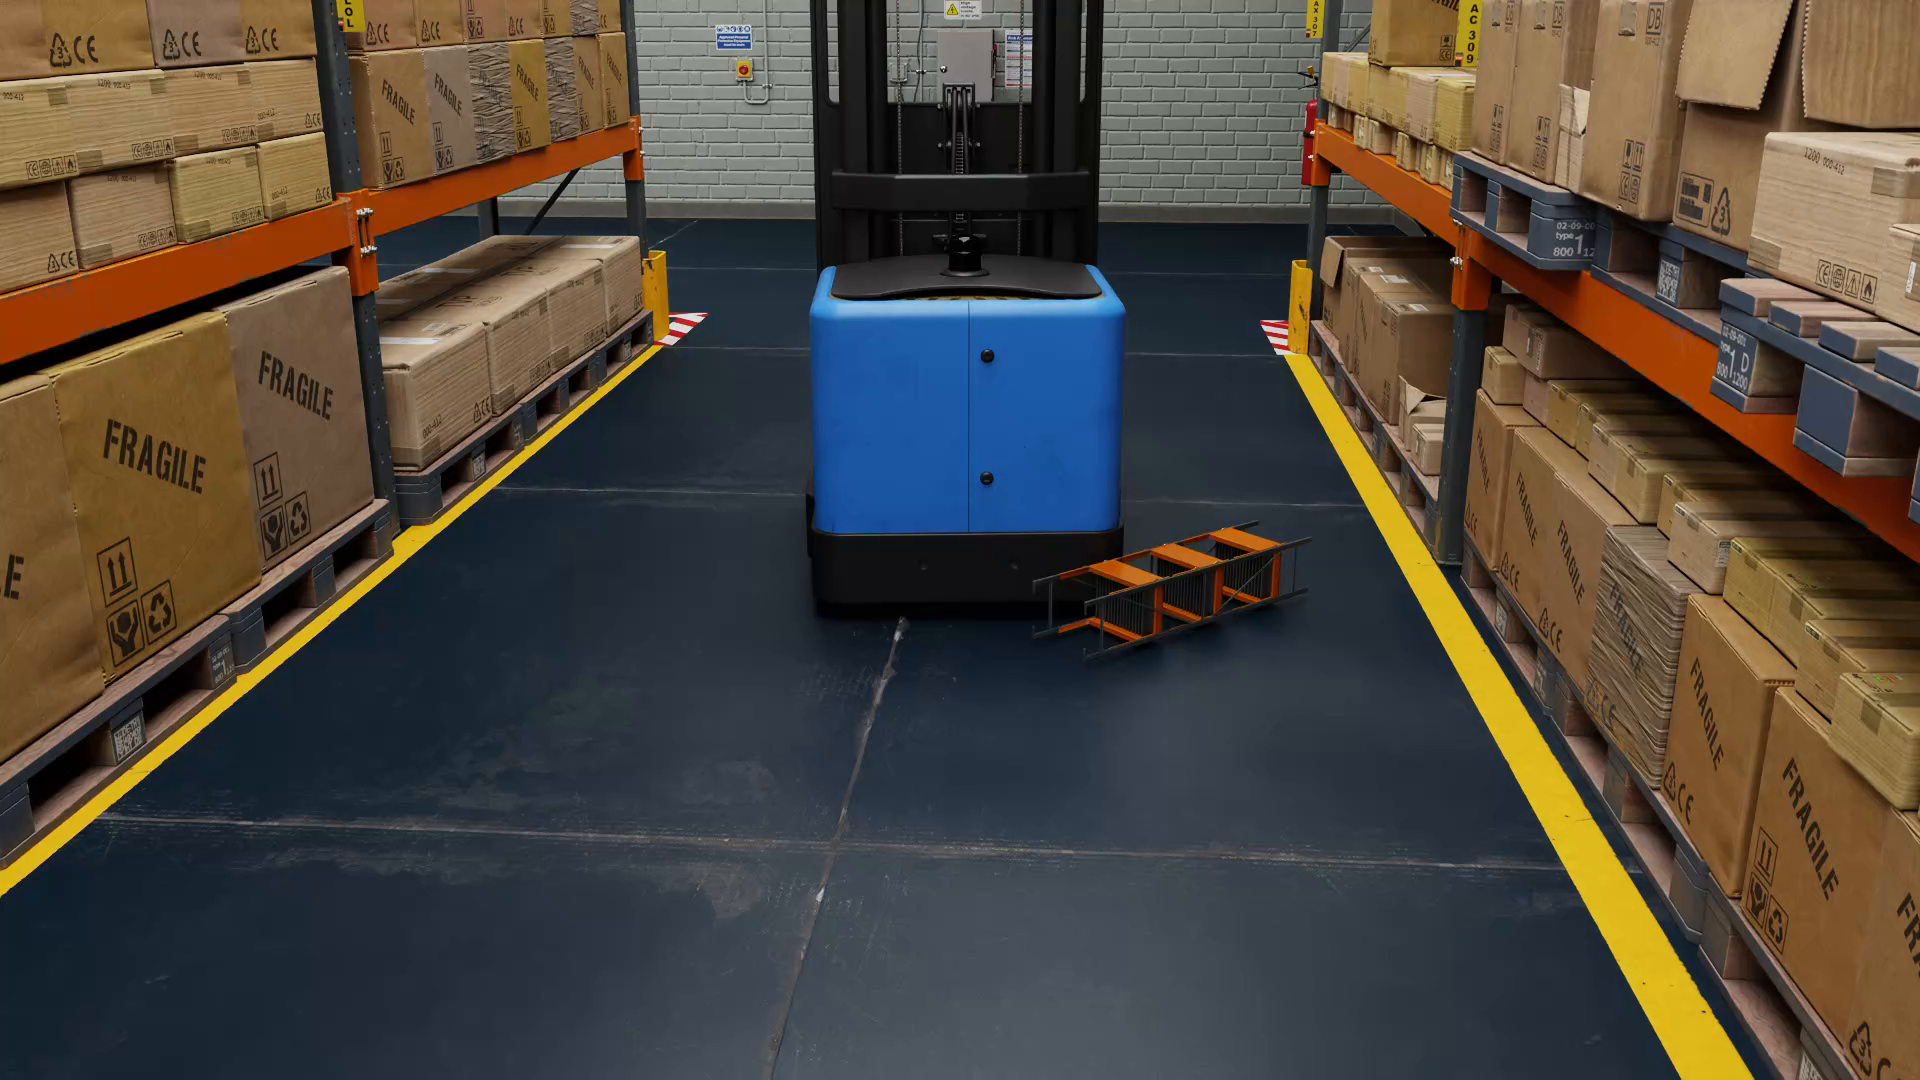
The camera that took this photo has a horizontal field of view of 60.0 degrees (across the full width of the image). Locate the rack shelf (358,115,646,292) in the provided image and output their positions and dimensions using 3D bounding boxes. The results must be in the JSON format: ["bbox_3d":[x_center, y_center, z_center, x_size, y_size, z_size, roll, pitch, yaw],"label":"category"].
[{"bbox_3d":[-2.544,-1.723,8.019,1.077,0.370,4.000,1,18,4],"label":"rack shelf"}]

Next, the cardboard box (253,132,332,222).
[{"bbox_3d":[-2.469,-1.227,5.593,0.500,0.250,0.500,1,18,3],"label":"cardboard box"}]

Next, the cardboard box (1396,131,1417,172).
[{"bbox_3d":[2.062,-1.643,7.023,0.380,0.149,0.250,1,18,3],"label":"cardboard box"}]

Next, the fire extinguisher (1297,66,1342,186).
[{"bbox_3d":[2.100,-2.418,9.709,0.296,0.674,0.183,1,18,4],"label":"fire extinguisher"}]

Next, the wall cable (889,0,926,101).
[{"bbox_3d":[-0.605,-4.892,14.905,0.588,1.984,0.122,1,18,4],"label":"wall cable"}]

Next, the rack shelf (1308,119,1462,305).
[{"bbox_3d":[2.407,-1.613,7.685,1.077,0.370,4.000,1,18,4],"label":"rack shelf"}]

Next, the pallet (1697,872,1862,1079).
[{"bbox_3d":[2.068,1.002,3.025,1.003,0.211,1.213,1,18,4],"label":"pallet"}]

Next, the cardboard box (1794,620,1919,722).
[{"bbox_3d":[1.811,0.263,3.101,0.380,0.149,0.250,1,18,2],"label":"cardboard box"}]

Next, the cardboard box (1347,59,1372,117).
[{"bbox_3d":[2.180,-2.197,8.075,0.500,0.250,0.500,1,18,3],"label":"cardboard box"}]

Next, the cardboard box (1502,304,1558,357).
[{"bbox_3d":[2.033,-0.688,5.527,0.380,0.149,0.250,1,18,3],"label":"cardboard box"}]

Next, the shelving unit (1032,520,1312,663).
[{"bbox_3d":[0.723,0.155,5.555,1.050,0.215,0.252,-14,23,-36],"label":"shelving unit"}]

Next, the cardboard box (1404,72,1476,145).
[{"bbox_3d":[2.078,-1.724,6.629,0.500,0.250,0.500,1,18,4],"label":"cardboard box"}]

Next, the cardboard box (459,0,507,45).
[{"bbox_3d":[-2.322,-2.424,7.238,0.500,0.500,0.500,2,18,5],"label":"cardboard box"}]

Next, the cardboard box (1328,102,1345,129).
[{"bbox_3d":[2.253,-2.361,9.215,0.380,0.149,0.250,1,18,3],"label":"cardboard box"}]

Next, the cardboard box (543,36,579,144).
[{"bbox_3d":[-2.250,-2.262,8.349,0.500,0.500,0.500,2,18,6],"label":"cardboard box"}]

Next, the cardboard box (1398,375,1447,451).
[{"bbox_3d":[2.036,-0.525,6.924,0.396,0.266,0.258,2,18,6],"label":"cardboard box"}]

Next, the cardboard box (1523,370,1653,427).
[{"bbox_3d":[2.030,-0.461,5.310,0.380,0.149,0.250,1,18,2],"label":"cardboard box"}]

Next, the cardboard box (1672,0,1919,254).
[{"bbox_3d":[1.909,-0.851,3.364,0.797,0.503,0.637,1,18,3],"label":"cardboard box"}]

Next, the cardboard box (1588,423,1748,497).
[{"bbox_3d":[1.961,-0.219,4.571,0.380,0.149,0.250,1,18,4],"label":"cardboard box"}]

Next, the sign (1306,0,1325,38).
[{"bbox_3d":[2.009,-3.000,9.370,0.100,0.325,0.005,1,18,4],"label":"sign"}]

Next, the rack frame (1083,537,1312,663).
[{"bbox_3d":[0.799,0.185,5.464,1.050,0.200,0.008,-14,23,-36],"label":"rack frame"}]

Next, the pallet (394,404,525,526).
[{"bbox_3d":[-2.555,-0.353,7.161,1.003,0.211,1.213,1,18,4],"label":"pallet"}]

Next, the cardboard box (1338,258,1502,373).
[{"bbox_3d":[2.312,-1.136,8.411,0.700,0.500,0.500,2,18,6],"label":"cardboard box"}]

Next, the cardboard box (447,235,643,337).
[{"bbox_3d":[-2.349,-1.461,9.504,0.875,0.438,0.875,1,18,2],"label":"cardboard box"}]

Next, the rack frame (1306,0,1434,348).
[{"bbox_3d":[2.550,-2.576,9.468,1.000,3.000,0.127,1,18,4],"label":"rack frame"}]

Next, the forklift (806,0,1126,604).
[{"bbox_3d":[-0.021,-1.588,6.561,1.130,2.935,3.031,-1,18,-2],"label":"forklift"}]

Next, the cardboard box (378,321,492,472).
[{"bbox_3d":[-2.536,-0.618,6.933,0.875,0.438,0.875,1,18,3],"label":"cardboard box"}]

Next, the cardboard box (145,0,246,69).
[{"bbox_3d":[-2.499,-1.661,4.909,0.500,0.500,0.500,2,18,5],"label":"cardboard box"}]

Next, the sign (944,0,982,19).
[{"bbox_3d":[0.024,-4.804,14.939,0.339,0.242,0.001,1,18,4],"label":"sign"}]

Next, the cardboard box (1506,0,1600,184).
[{"bbox_3d":[1.968,-1.275,4.662,0.700,0.500,0.500,1,18,5],"label":"cardboard box"}]

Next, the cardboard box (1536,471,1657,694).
[{"bbox_3d":[1.936,0.120,4.579,0.500,0.500,0.500,1,18,2],"label":"cardboard box"}]

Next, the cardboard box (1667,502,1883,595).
[{"bbox_3d":[1.882,0.018,3.849,0.380,0.149,0.250,0,18,1],"label":"cardboard box"}]

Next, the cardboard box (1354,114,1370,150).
[{"bbox_3d":[2.111,-1.962,7.997,0.380,0.149,0.250,1,18,2],"label":"cardboard box"}]

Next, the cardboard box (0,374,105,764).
[{"bbox_3d":[-2.774,0.119,3.980,0.875,0.875,0.875,2,18,5],"label":"cardboard box"}]

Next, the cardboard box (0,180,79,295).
[{"bbox_3d":[-2.594,-0.752,4.143,0.500,0.250,0.500,1,18,4],"label":"cardboard box"}]

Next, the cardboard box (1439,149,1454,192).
[{"bbox_3d":[2.031,-1.401,6.284,0.380,0.149,0.250,2,18,5],"label":"cardboard box"}]

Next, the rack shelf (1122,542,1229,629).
[{"bbox_3d":[0.715,0.157,5.549,0.259,0.215,0.240,-14,23,-36],"label":"rack shelf"}]

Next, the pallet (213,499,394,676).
[{"bbox_3d":[-2.668,0.123,5.709,1.003,0.211,1.213,1,18,4],"label":"pallet"}]

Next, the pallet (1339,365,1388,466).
[{"bbox_3d":[2.398,-0.602,7.922,1.003,0.211,1.213,1,18,4],"label":"pallet"}]

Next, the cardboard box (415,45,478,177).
[{"bbox_3d":[-2.353,-1.787,6.900,0.500,0.500,0.500,1,18,4],"label":"cardboard box"}]

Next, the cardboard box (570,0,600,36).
[{"bbox_3d":[-2.206,-2.891,8.661,0.500,0.500,0.500,1,18,4],"label":"cardboard box"}]

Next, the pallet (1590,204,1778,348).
[{"bbox_3d":[2.111,-0.605,3.759,1.003,0.211,1.213,1,18,4],"label":"pallet"}]

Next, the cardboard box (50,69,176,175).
[{"bbox_3d":[-2.537,-1.151,4.557,0.500,0.250,0.500,2,18,5],"label":"cardboard box"}]

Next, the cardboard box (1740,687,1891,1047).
[{"bbox_3d":[1.839,0.605,3.099,0.500,0.500,0.500,1,18,3],"label":"cardboard box"}]
